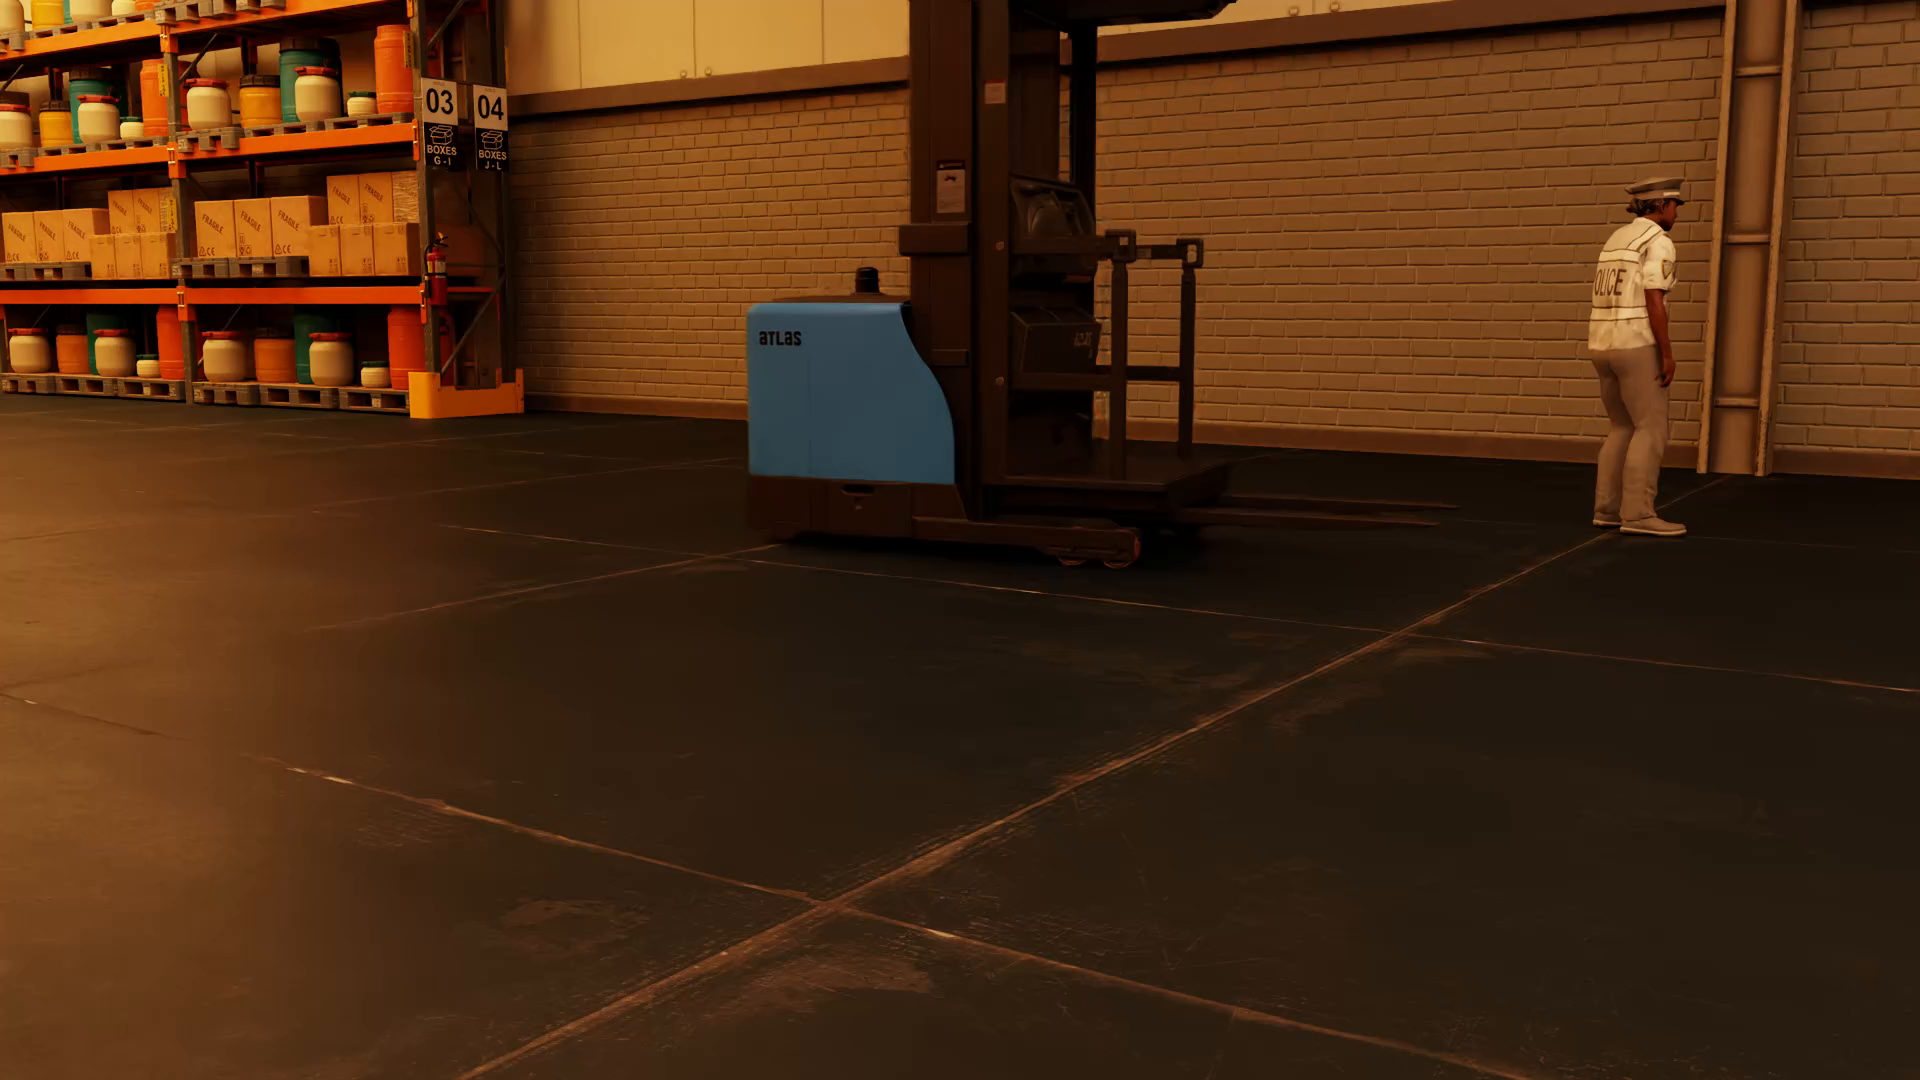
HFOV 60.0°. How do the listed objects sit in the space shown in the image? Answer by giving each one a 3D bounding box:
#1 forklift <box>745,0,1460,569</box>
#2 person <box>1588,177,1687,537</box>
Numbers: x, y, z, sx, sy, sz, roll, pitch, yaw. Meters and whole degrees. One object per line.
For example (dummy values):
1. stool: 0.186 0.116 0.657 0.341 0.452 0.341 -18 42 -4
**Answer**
1. forklift: 0.594 -1.417 7.157 3.031 2.935 1.130 4 9 23
2. person: 3.190 -0.868 7.823 0.398 1.660 0.530 -1 8 -8
